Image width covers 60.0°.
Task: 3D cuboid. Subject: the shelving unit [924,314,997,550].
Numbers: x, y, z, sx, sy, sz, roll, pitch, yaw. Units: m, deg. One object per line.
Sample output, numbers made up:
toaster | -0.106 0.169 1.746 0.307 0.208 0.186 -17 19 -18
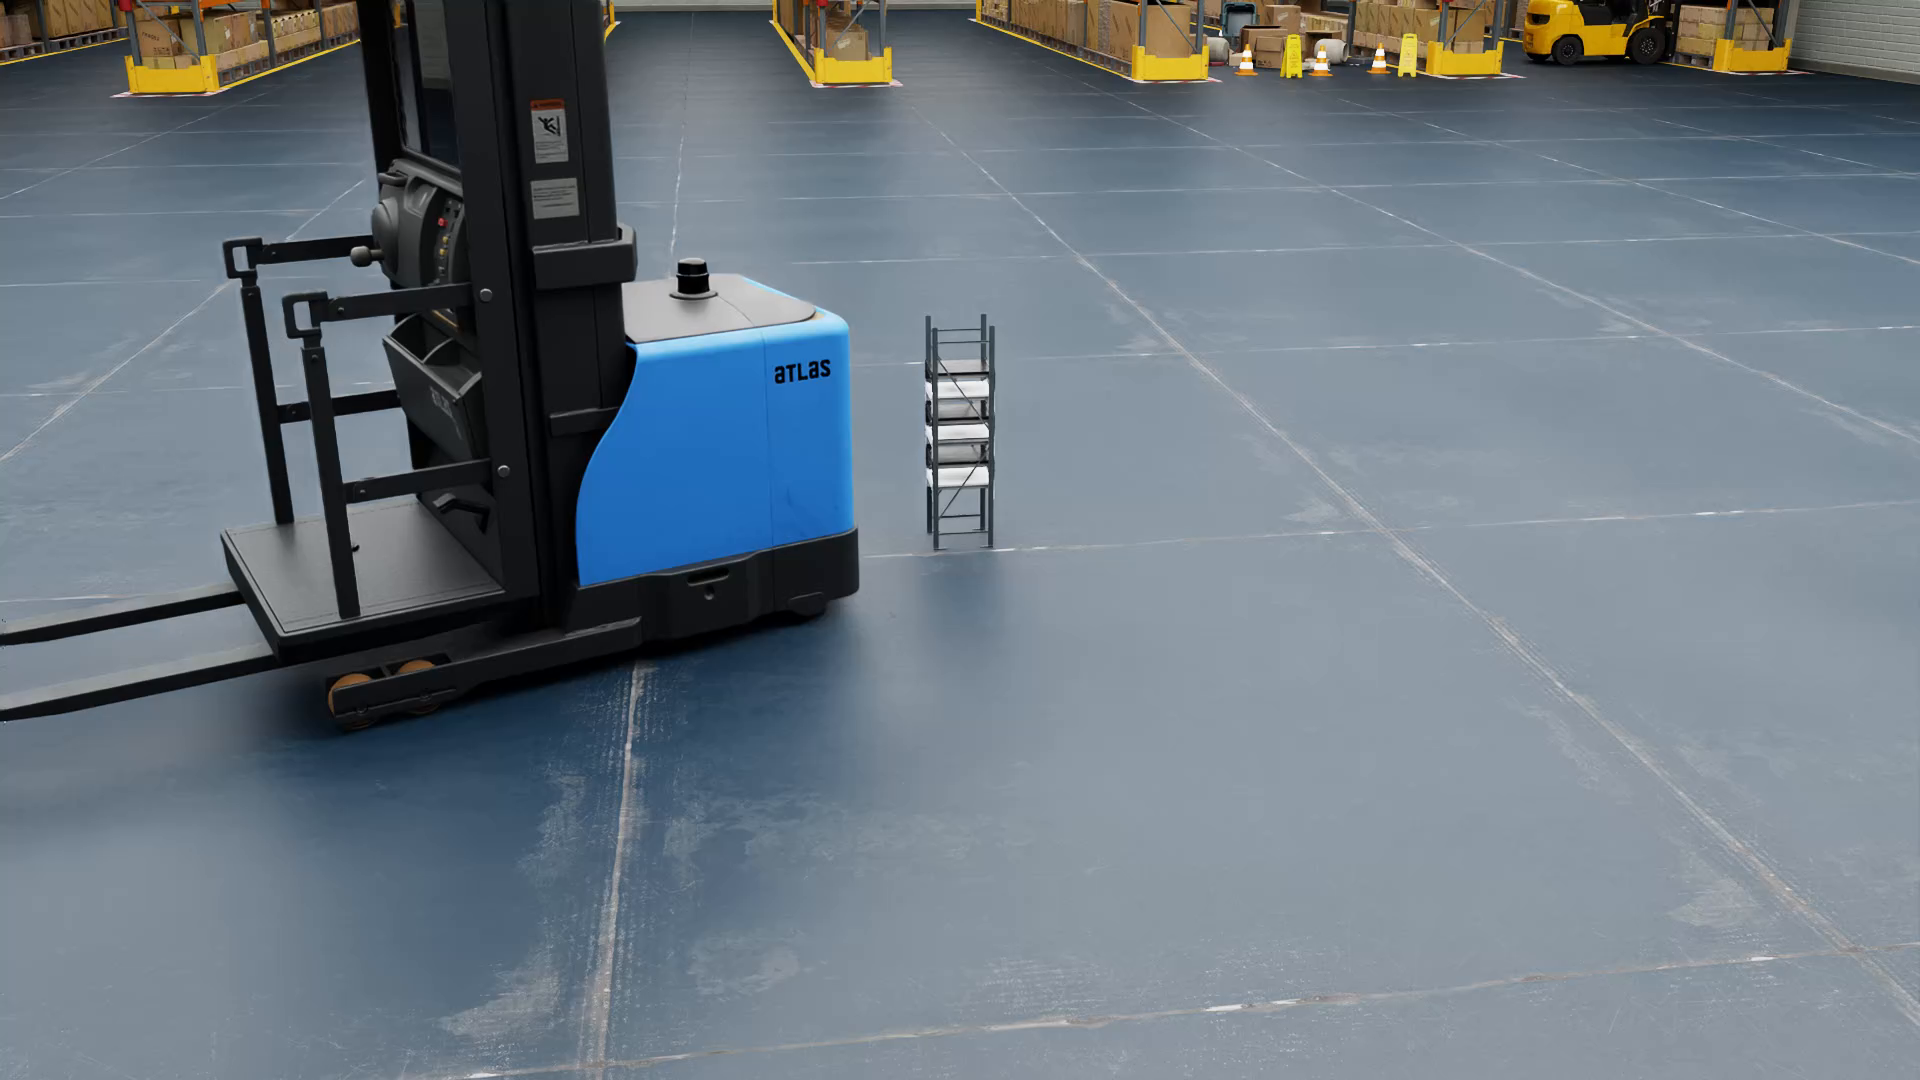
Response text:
shelving unit | -0.001 -0.424 6.566 0.258 0.900 0.210 -3 21 -8

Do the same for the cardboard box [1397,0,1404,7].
cardboard box | 7.612 -9.082 28.077 0.380 0.149 0.250 -2 21 -5

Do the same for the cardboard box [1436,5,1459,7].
cardboard box | 8.184 -8.868 28.431 0.500 0.500 0.500 -3 21 -7

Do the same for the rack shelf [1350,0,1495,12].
rack shelf | 7.886 -9.307 28.377 1.077 0.370 4.000 -3 21 -8

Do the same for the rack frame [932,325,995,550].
rack frame | 0.014 -0.389 6.472 0.240 0.900 0.006 -3 21 -8

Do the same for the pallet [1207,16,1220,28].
pallet | 6.412 -12.068 38.724 1.003 0.211 1.213 -3 21 -8

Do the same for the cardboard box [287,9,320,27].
cardboard box | -12.270 -9.726 30.998 0.500 0.311 0.500 -2 21 -6

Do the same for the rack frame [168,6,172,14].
rack frame | -18.643 -13.242 37.884 1.000 3.000 0.127 -3 21 -8

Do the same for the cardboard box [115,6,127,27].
cardboard box | -18.073 -11.147 35.247 0.700 0.500 0.500 -3 21 -7

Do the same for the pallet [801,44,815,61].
pallet | -2.323 -8.800 29.976 1.003 0.211 1.213 -3 21 -8

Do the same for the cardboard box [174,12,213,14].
cardboard box | -12.111 -8.076 26.310 0.500 0.500 0.500 -3 21 -8

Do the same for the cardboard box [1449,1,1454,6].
cardboard box | 11.289 -12.021 37.588 0.500 0.500 0.500 -3 21 -8

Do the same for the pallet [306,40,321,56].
pallet | -12.509 -9.130 30.860 1.003 0.211 1.213 -3 21 -8

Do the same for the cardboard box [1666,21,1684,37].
cardboard box | 12.549 -8.851 28.742 0.500 0.250 0.500 -3 21 -9

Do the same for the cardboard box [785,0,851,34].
cardboard box | -2.864 -10.663 33.416 1.225 0.875 0.875 -4 21 -10

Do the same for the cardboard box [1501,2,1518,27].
cardboard box | 11.659 -11.135 35.214 0.500 0.500 0.500 -2 21 -6

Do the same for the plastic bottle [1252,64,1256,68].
plastic bottle | 4.868 -8.020 28.101 0.133 0.061 0.283 -11 23 -26

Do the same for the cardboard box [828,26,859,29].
cardboard box | -1.897 -8.118 27.136 0.500 0.500 0.500 -1 21 -3

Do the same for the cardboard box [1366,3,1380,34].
cardboard box | 7.504 -9.194 29.303 0.500 0.500 0.500 -2 21 -6

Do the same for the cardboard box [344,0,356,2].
cardboard box | -13.441 -11.795 36.949 0.797 0.503 0.637 -3 21 -8

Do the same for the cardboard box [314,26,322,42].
cardboard box | -12.272 -9.462 31.093 0.500 0.250 0.500 -2 21 -6

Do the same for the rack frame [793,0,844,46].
rack frame | -2.785 -11.222 32.475 1.000 3.000 0.127 -3 21 -8

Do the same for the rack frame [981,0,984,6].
rack frame | 0.984 -14.207 40.467 1.000 3.000 0.127 -3 21 -8

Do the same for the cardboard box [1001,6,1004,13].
cardboard box | 1.149 -12.009 37.630 0.380 0.149 0.250 -4 21 -10

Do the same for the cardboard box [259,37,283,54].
cardboard box | -11.825 -8.399 28.247 0.500 0.250 0.500 -3 21 -9

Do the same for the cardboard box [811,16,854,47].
cardboard box | -2.276 -9.086 29.699 0.700 0.500 0.500 -5 21 -12

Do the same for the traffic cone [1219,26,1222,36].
traffic cone | 5.002 -9.557 31.643 0.336 0.463 0.334 -3 21 -8

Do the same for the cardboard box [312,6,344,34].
cardboard box | -12.520 -10.286 32.912 0.500 0.500 0.500 -3 21 -8

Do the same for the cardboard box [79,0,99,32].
cardboard box | -17.713 -10.521 33.070 0.750 0.750 0.750 -2 21 -6

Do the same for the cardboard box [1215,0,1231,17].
cardboard box | 6.460 -12.326 38.492 0.875 0.438 0.875 -3 21 -9

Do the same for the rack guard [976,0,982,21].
rack guard | 0.995 -13.010 40.834 1.175 0.500 0.348 -3 21 -8

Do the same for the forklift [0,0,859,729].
forklift | -1.891 -0.999 5.201 3.031 2.935 1.130 -12 24 -29

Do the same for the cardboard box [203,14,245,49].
cardboard box | -11.506 -7.930 25.919 0.500 0.500 0.500 -3 21 -8

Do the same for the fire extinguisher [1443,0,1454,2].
fire extinguisher | 7.735 -8.853 26.242 0.296 0.674 0.183 -3 21 -8

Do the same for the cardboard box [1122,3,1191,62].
cardboard box | 3.127 -8.100 26.553 0.875 0.875 0.875 -3 21 -7

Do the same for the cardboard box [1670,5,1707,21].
cardboard box | 12.549 -9.075 28.627 0.500 0.250 0.500 -3 21 -7

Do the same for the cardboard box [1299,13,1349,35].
cardboard box | 7.207 -10.236 32.991 0.950 0.372 0.625 -3 21 -9

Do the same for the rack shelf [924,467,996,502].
rack shelf | -0.001 -0.225 6.641 0.258 0.077 0.200 -3 21 -8

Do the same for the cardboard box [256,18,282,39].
cardboard box | -11.825 -8.666 28.159 0.500 0.311 0.500 -3 21 -8

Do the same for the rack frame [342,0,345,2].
rack frame | -13.165 -12.108 34.849 1.000 3.000 0.127 -3 21 -8

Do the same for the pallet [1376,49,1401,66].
pallet | 7.909 -8.376 28.842 1.003 0.211 1.213 -3 21 -8

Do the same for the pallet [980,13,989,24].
pallet | 1.077 -12.591 40.127 1.003 0.211 1.213 -3 21 -8

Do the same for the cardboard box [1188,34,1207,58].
cardboard box | 3.953 -8.397 28.479 0.500 0.500 0.500 1 20 2

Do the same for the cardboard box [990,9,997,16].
cardboard box | 0.913 -12.430 39.184 0.380 0.149 0.250 -4 21 -10

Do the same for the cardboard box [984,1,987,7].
cardboard box | 0.789 -12.915 40.058 0.380 0.149 0.250 -3 21 -8

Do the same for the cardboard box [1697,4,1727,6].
cardboard box | 13.066 -9.103 28.702 0.500 0.250 0.500 -3 21 -8

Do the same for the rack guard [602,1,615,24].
rack guard | -8.856 -12.579 39.680 1.175 0.500 0.348 -3 21 -8

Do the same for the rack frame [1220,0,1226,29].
rack frame | 6.444 -13.107 37.521 1.000 3.000 0.127 -3 21 -8

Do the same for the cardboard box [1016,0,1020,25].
cardboard box | 1.483 -11.395 35.912 0.500 0.500 0.500 -2 21 -5

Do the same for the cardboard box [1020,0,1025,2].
cardboard box | 1.554 -11.569 35.304 0.500 0.250 0.500 -2 21 -6

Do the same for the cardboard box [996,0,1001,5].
cardboard box | 1.042 -12.427 38.326 0.380 0.149 0.250 -4 21 -10

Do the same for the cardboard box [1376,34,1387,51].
cardboard box | 7.583 -8.660 28.944 0.500 0.250 0.500 -3 21 -8

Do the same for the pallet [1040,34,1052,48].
pallet | 2.176 -9.854 32.798 1.003 0.211 1.213 -3 21 -8

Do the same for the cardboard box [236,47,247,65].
cardboard box | -11.507 -7.579 26.050 0.500 0.250 0.500 -3 21 -8
